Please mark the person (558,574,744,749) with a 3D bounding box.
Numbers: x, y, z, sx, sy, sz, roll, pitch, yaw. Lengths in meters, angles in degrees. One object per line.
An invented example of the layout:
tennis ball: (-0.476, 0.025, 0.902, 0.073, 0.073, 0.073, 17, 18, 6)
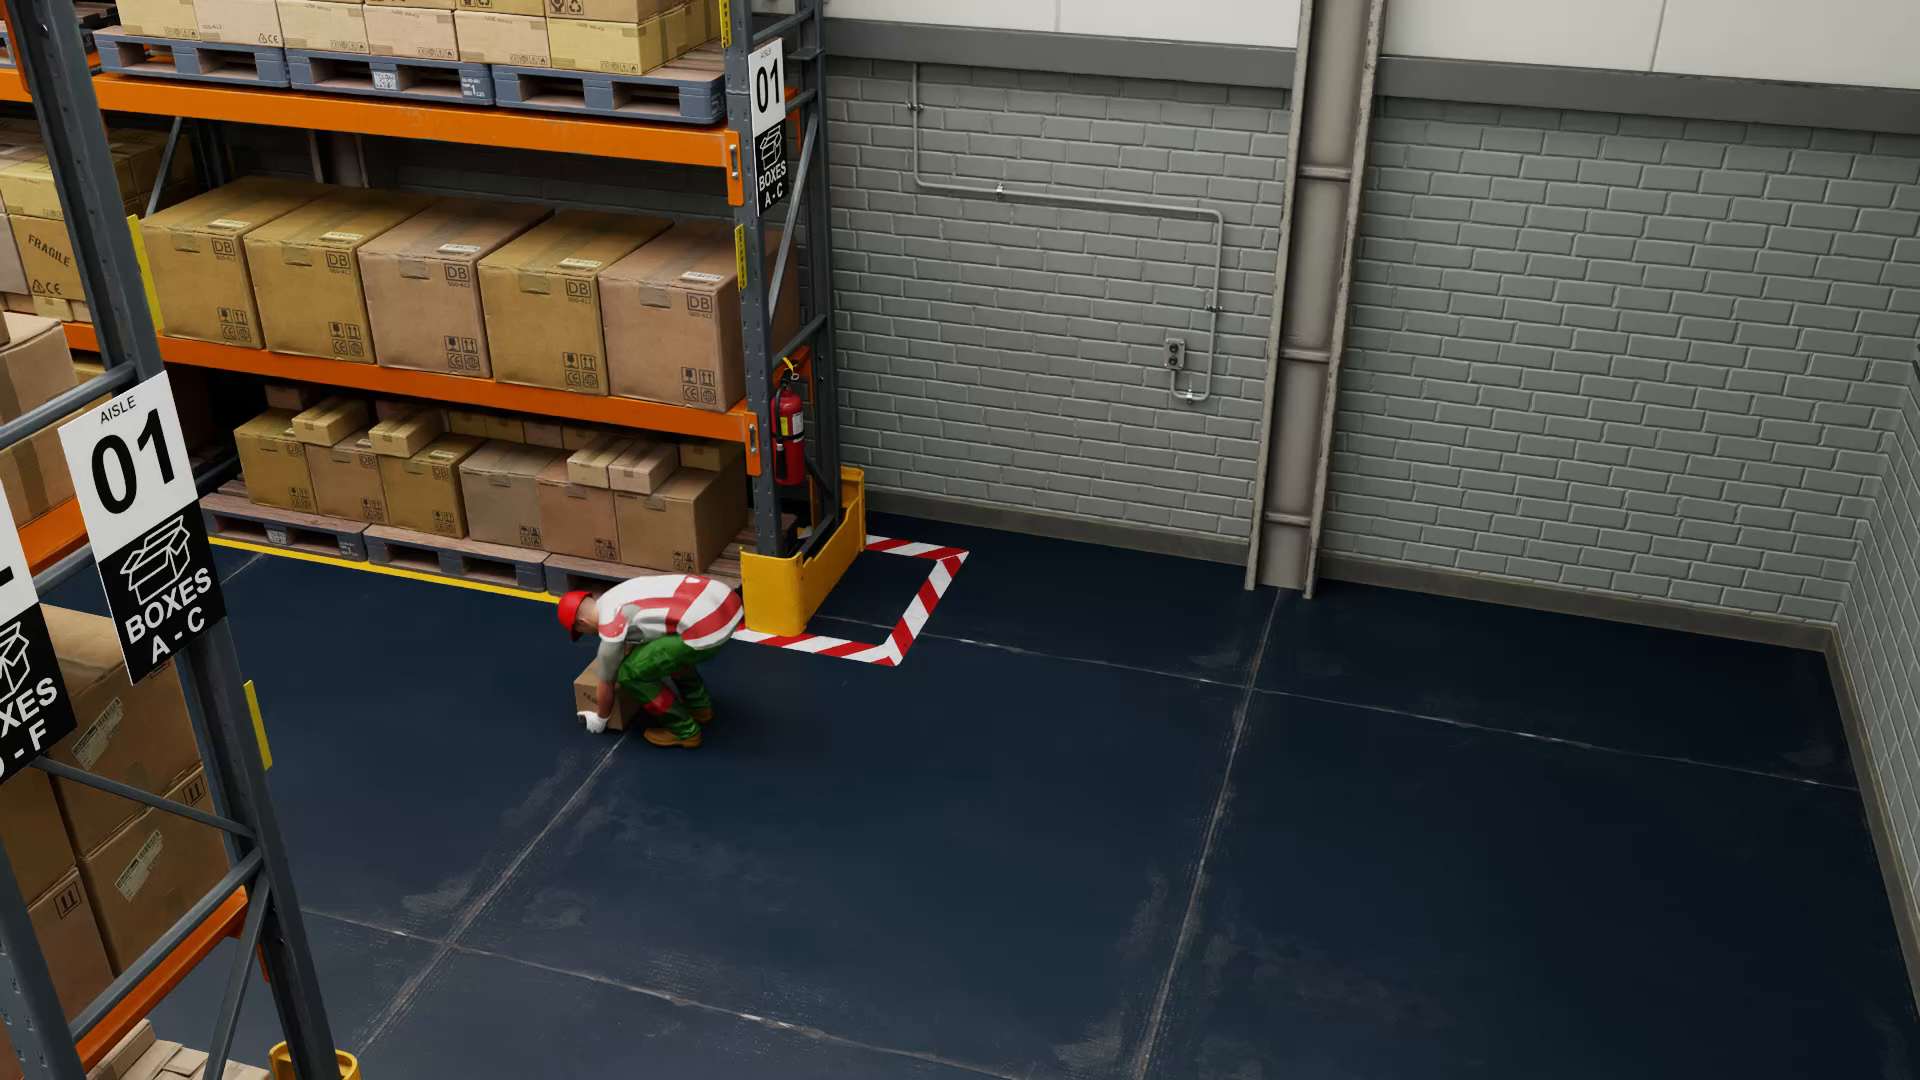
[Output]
person: (-1.564, 0.581, 8.403, 0.962, 0.895, 0.530, 7, 30, 13)
